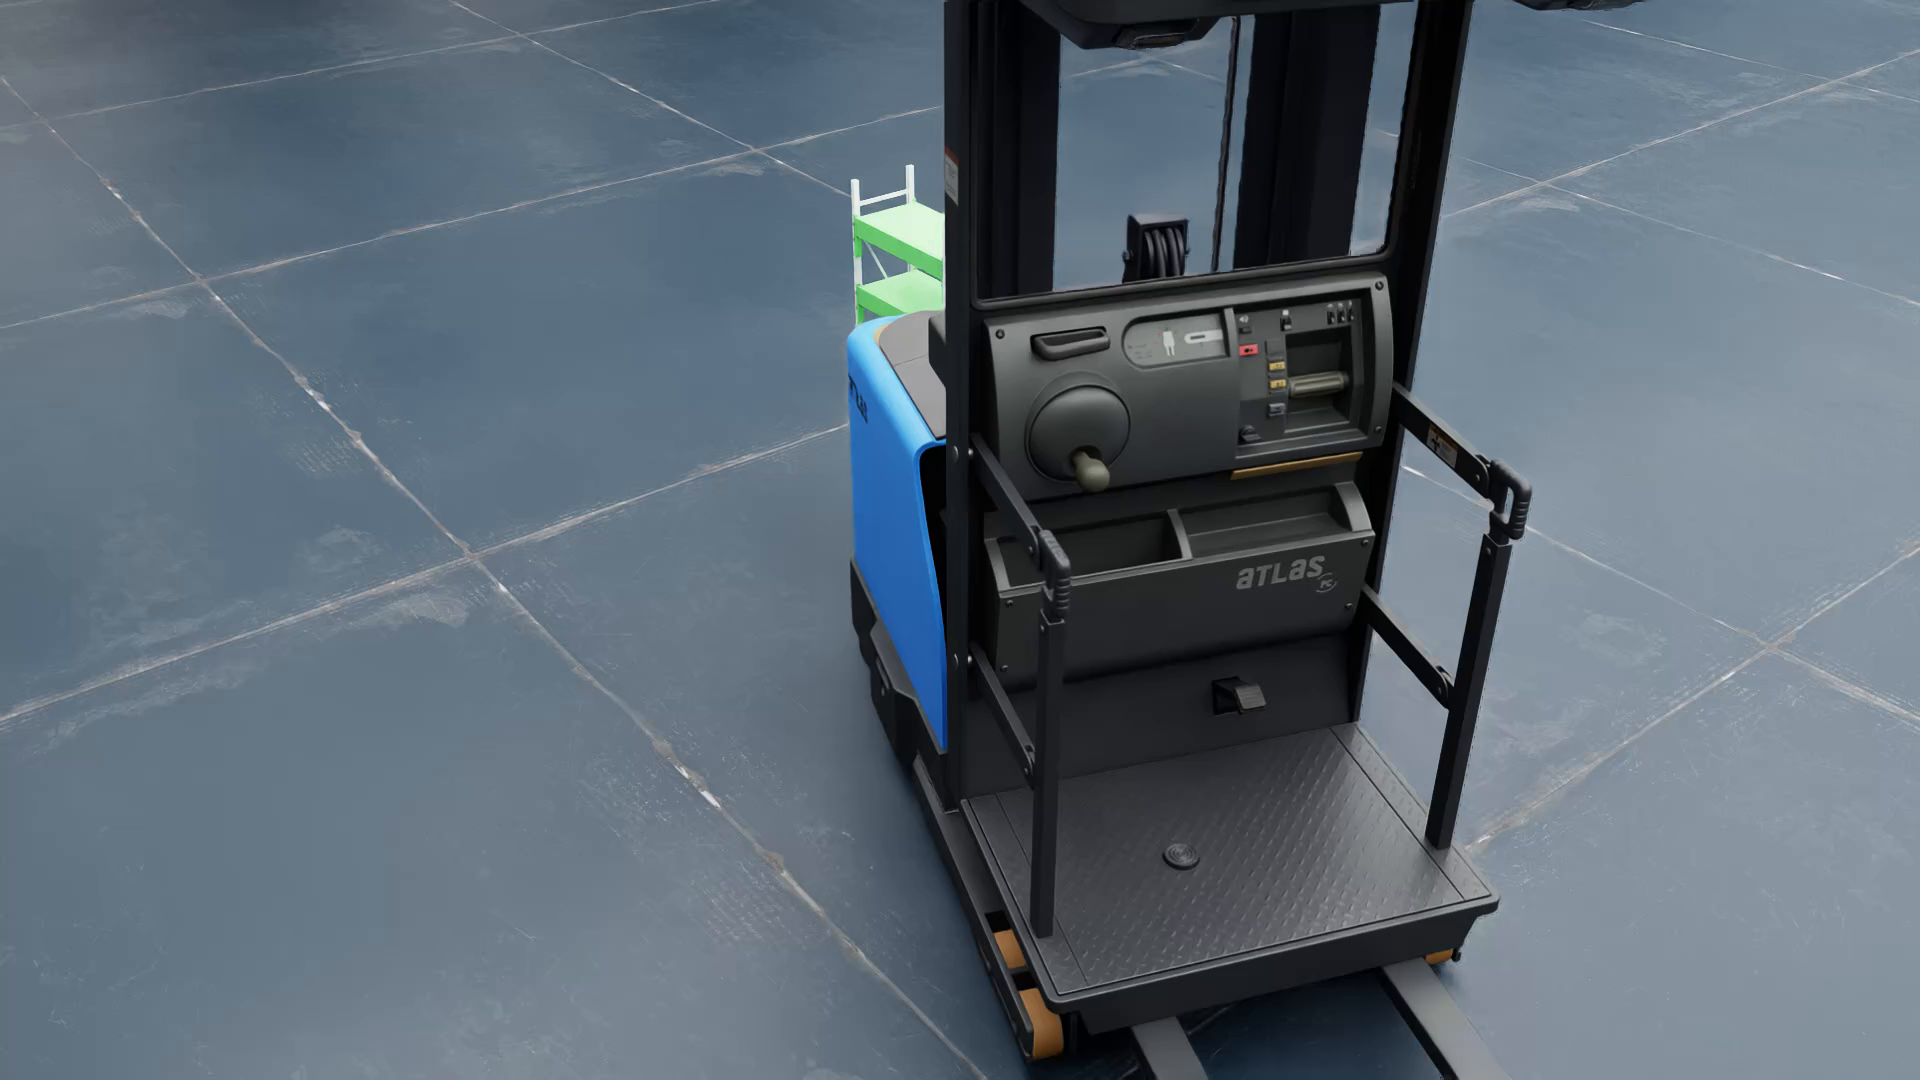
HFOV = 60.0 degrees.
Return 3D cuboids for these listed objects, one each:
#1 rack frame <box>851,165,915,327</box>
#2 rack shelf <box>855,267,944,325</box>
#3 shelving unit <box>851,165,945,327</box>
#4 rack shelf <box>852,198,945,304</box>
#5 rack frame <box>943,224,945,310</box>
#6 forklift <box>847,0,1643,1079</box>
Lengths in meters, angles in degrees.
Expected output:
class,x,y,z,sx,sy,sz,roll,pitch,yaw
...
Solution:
class,x,y,z,sx,sy,sz,roll,pitch,yaw
rack frame,-0.251,-0.680,5.708,0.240,1.200,0.015,-22,38,-31
rack shelf,-0.102,-0.728,5.452,0.258,0.148,0.480,-22,38,-31
shelving unit,-0.102,-0.579,5.545,0.258,1.200,0.503,-22,38,-31
rack shelf,-0.101,-0.932,5.325,0.258,0.148,0.480,-22,38,-31
rack frame,0.048,-0.477,5.381,0.240,1.200,0.015,-22,38,-31
forklift,0.575,-0.287,3.433,1.130,2.935,3.031,-9,33,-14
